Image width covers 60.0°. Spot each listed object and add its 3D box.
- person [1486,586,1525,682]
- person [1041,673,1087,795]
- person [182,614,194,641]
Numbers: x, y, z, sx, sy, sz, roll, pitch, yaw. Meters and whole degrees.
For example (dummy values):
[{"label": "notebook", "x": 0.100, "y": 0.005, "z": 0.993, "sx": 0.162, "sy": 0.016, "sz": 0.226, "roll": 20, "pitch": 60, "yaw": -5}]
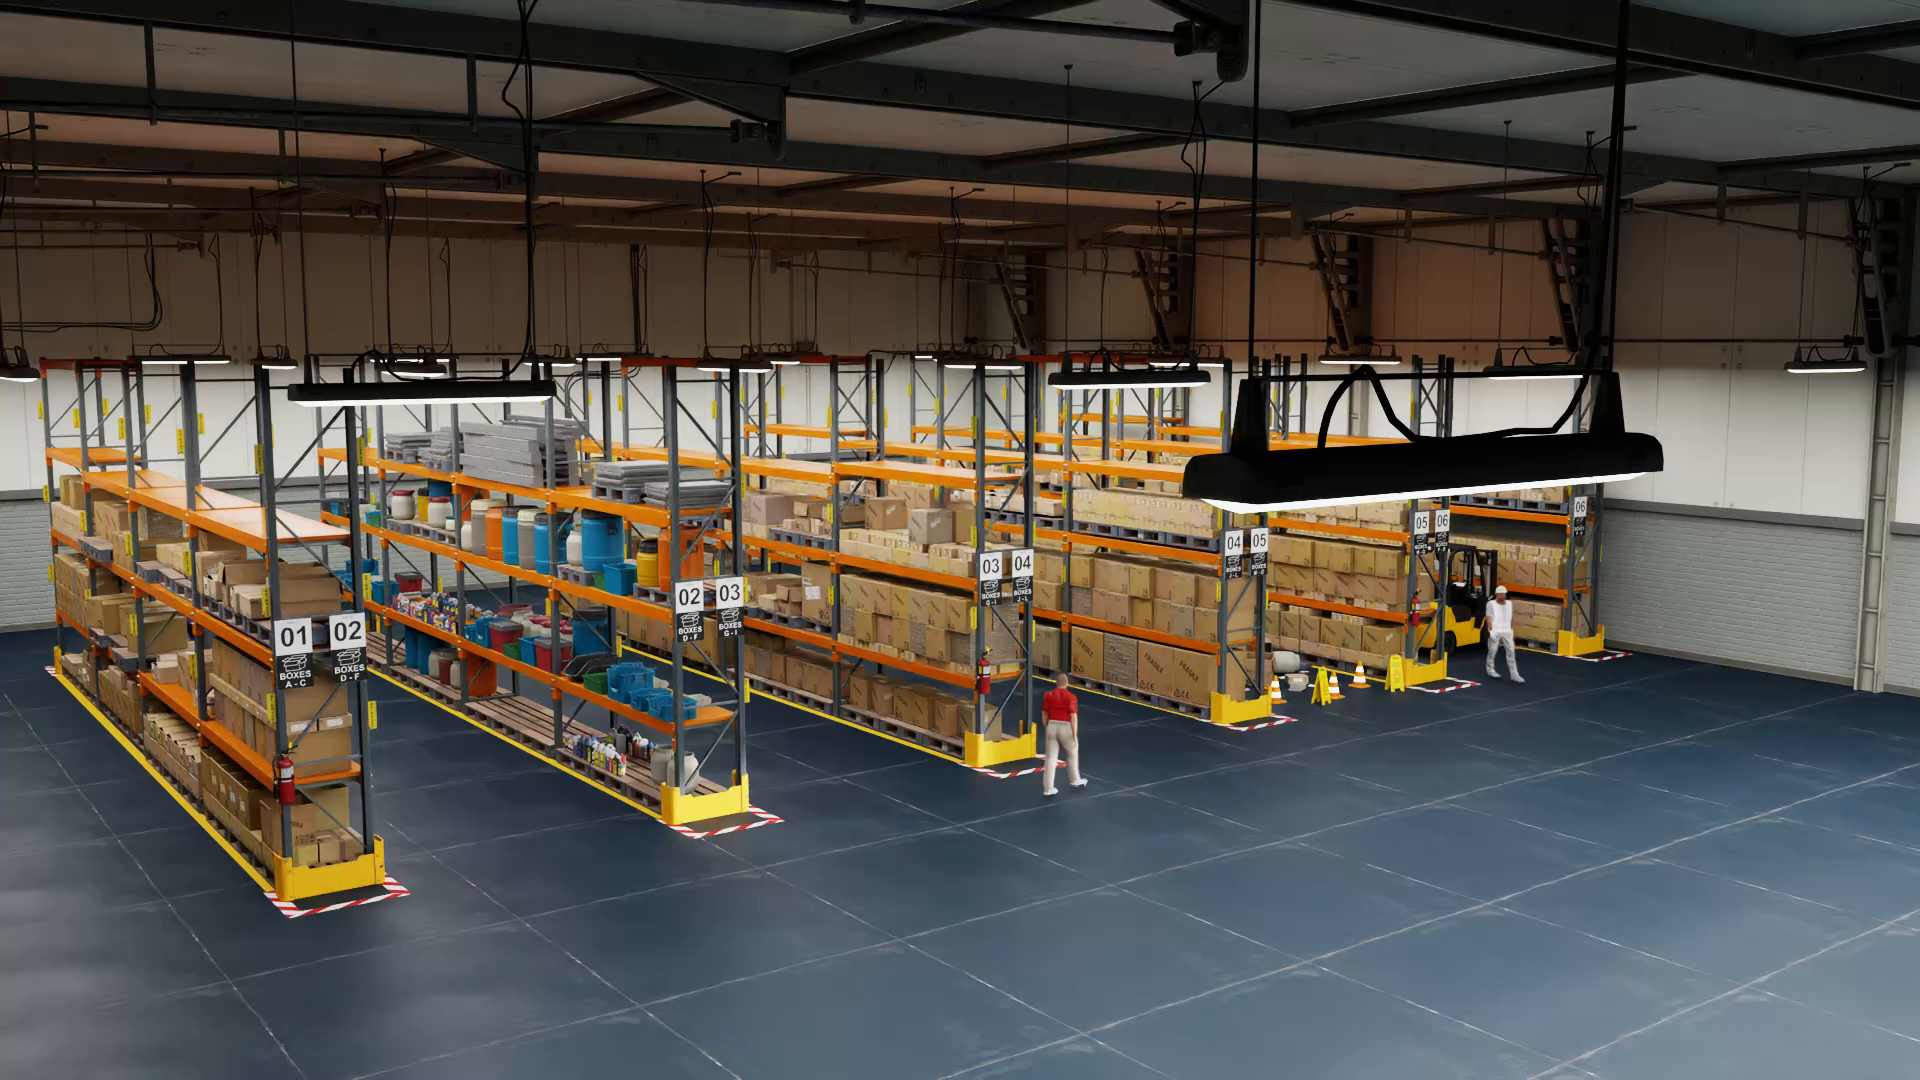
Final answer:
[{"label": "person", "x": 10.103, "y": 1.728, "z": 30.939, "sx": 0.597, "sy": 1.747, "sz": 0.893, "roll": -1, "pitch": 7, "yaw": -5}, {"label": "person", "x": 1.433, "y": 2.680, "z": 23.346, "sx": 0.587, "sy": 1.663, "sz": 0.980, "roll": 3, "pitch": 8, "yaw": 25}, {"label": "person", "x": -15.169, "y": 1.618, "z": 32.461, "sx": 0.501, "sy": 1.651, "sz": 0.491, "roll": -1, "pitch": 7, "yaw": -11}]
